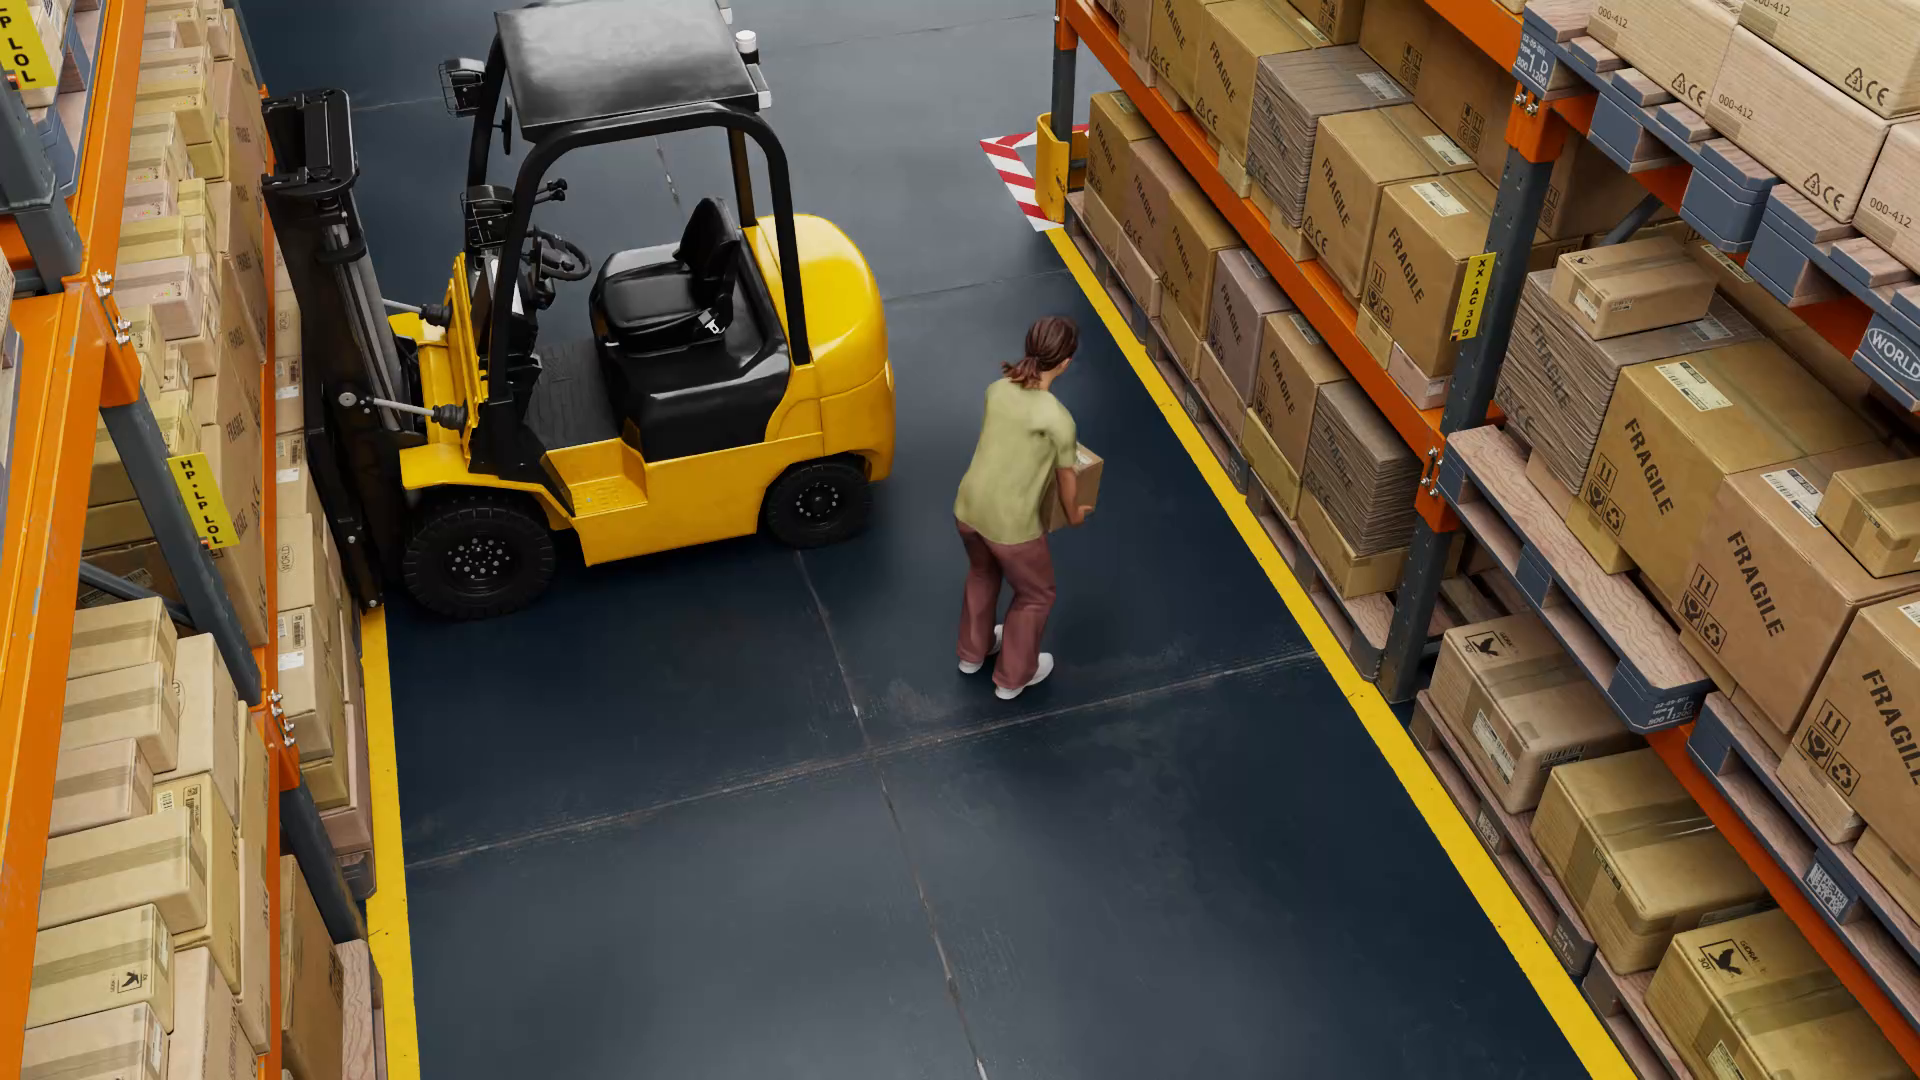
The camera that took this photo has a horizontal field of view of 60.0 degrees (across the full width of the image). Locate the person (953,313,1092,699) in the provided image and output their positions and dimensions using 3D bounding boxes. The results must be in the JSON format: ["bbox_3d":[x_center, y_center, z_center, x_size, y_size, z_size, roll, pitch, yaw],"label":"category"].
[{"bbox_3d":[0.231,-0.115,6.352,0.410,1.595,0.554,32,51,30],"label":"person"}]
